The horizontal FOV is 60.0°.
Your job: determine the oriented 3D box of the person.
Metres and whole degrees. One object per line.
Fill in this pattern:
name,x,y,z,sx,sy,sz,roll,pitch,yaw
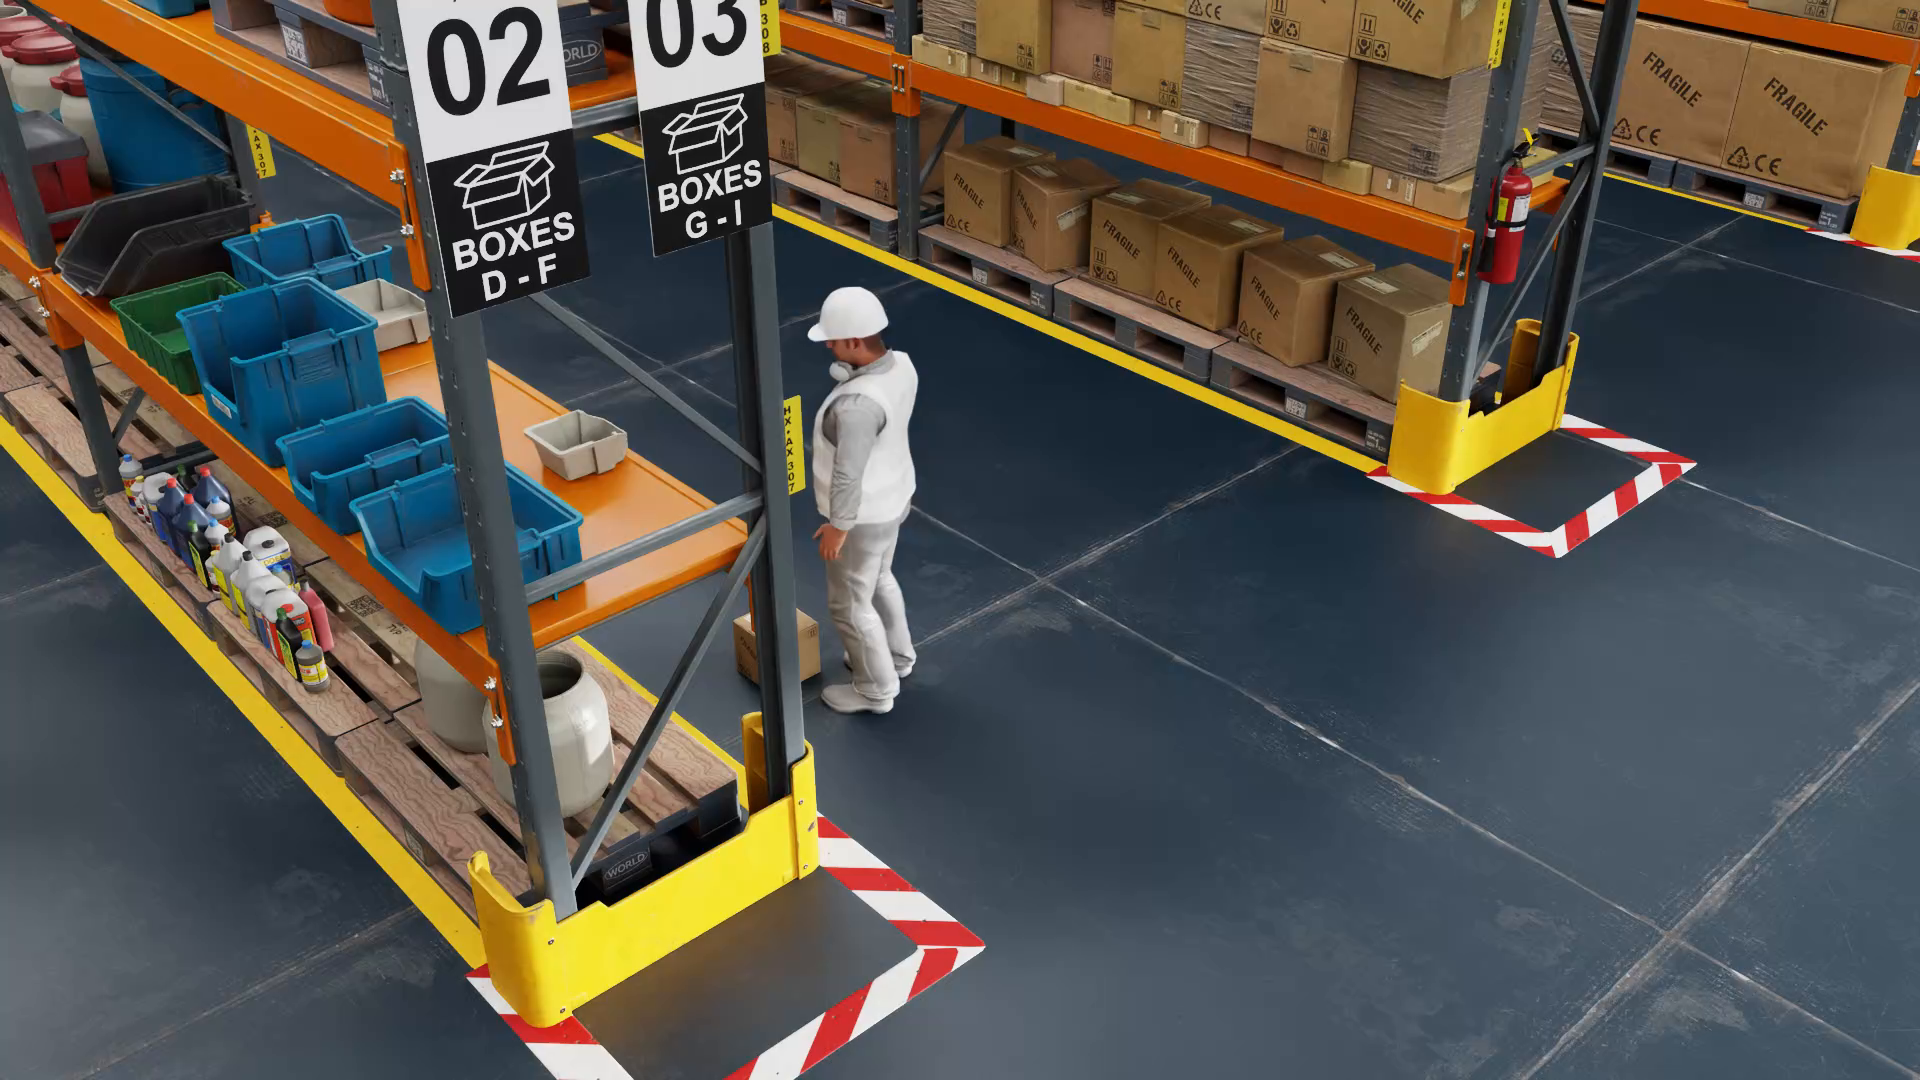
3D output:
person,-0.368,-0.137,6.346,0.355,1.764,0.534,8,33,13
